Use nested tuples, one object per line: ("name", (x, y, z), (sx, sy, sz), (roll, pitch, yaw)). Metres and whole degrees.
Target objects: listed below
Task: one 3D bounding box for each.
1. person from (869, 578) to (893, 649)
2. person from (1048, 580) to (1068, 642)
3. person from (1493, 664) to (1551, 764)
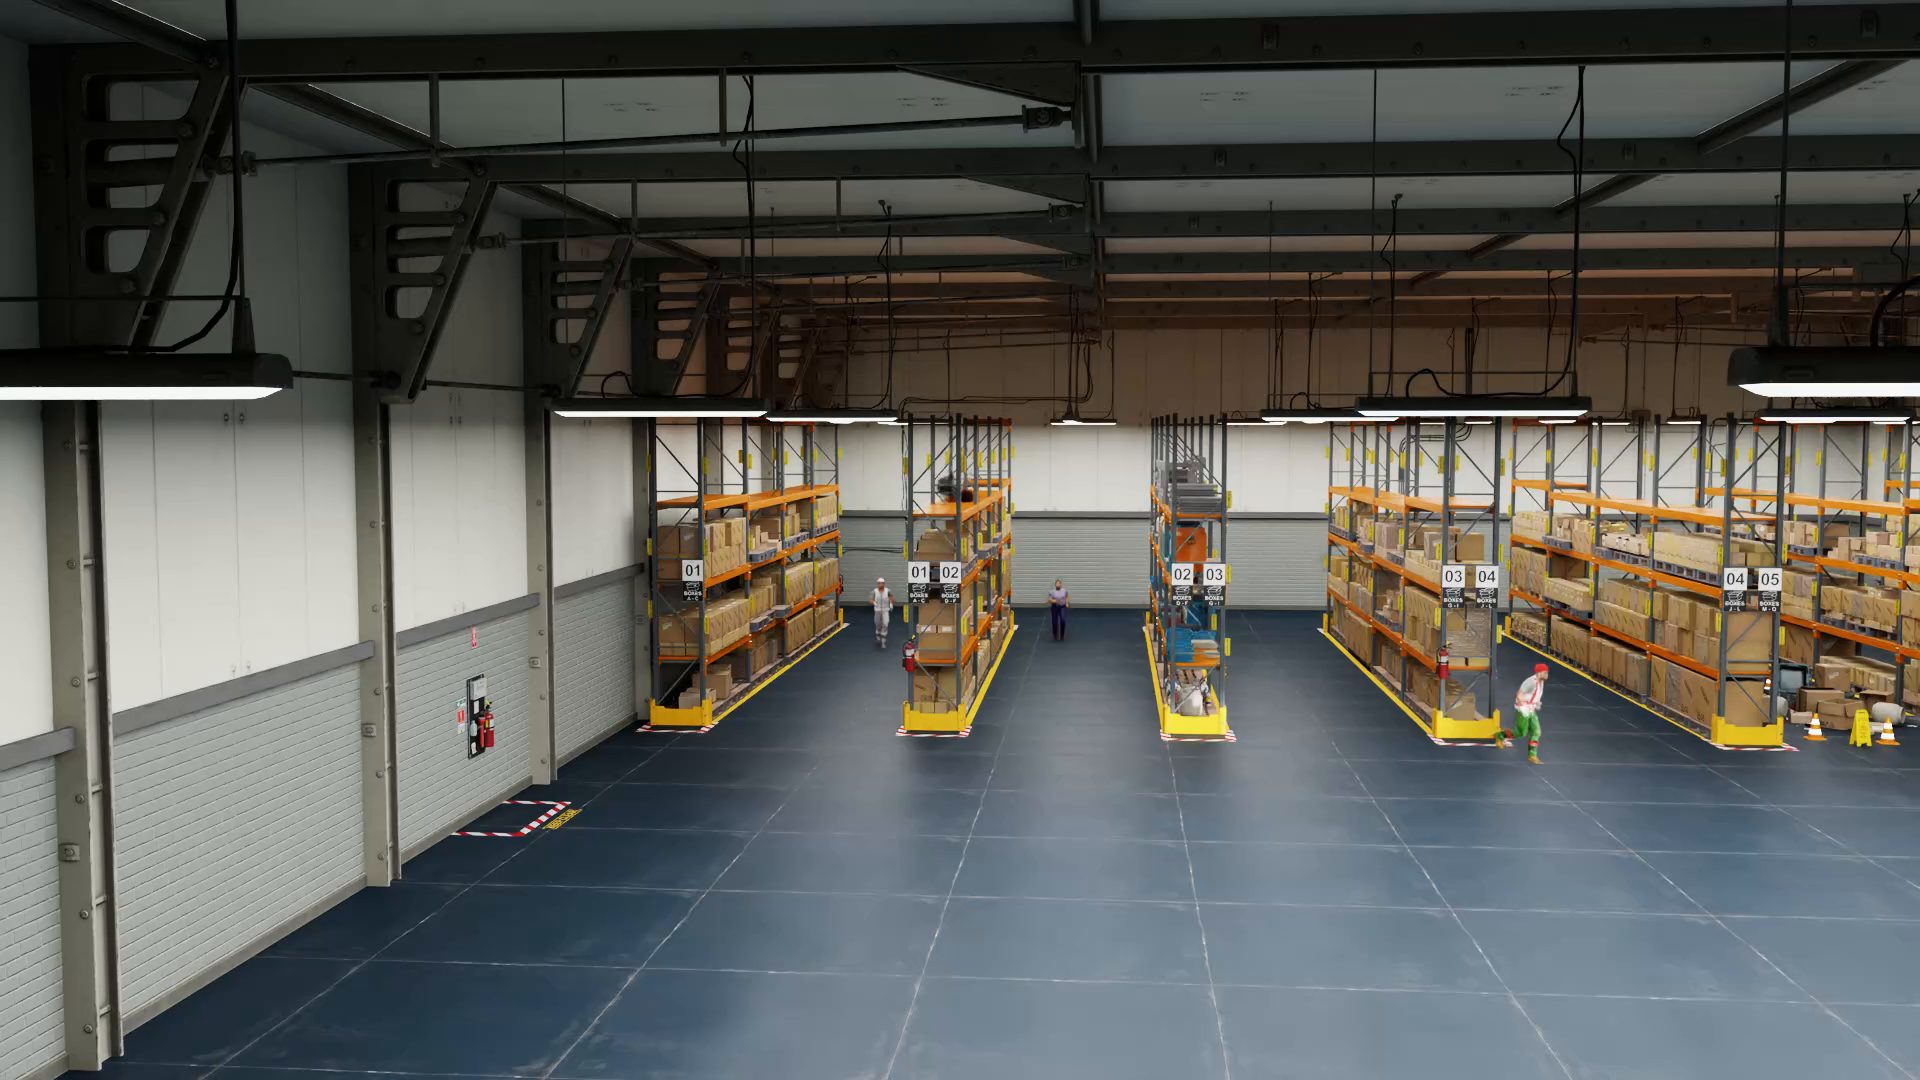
("person", (-2.067, 1.902, 43.586), (0.608, 1.833, 0.855), (0, 4, 0))
("person", (2.650, 1.905, 44.705), (0.571, 1.685, 0.794), (0, 4, -2))
("person", (9.686, 2.957, 28.660), (0.975, 1.727, 0.665), (3, 5, 37))
